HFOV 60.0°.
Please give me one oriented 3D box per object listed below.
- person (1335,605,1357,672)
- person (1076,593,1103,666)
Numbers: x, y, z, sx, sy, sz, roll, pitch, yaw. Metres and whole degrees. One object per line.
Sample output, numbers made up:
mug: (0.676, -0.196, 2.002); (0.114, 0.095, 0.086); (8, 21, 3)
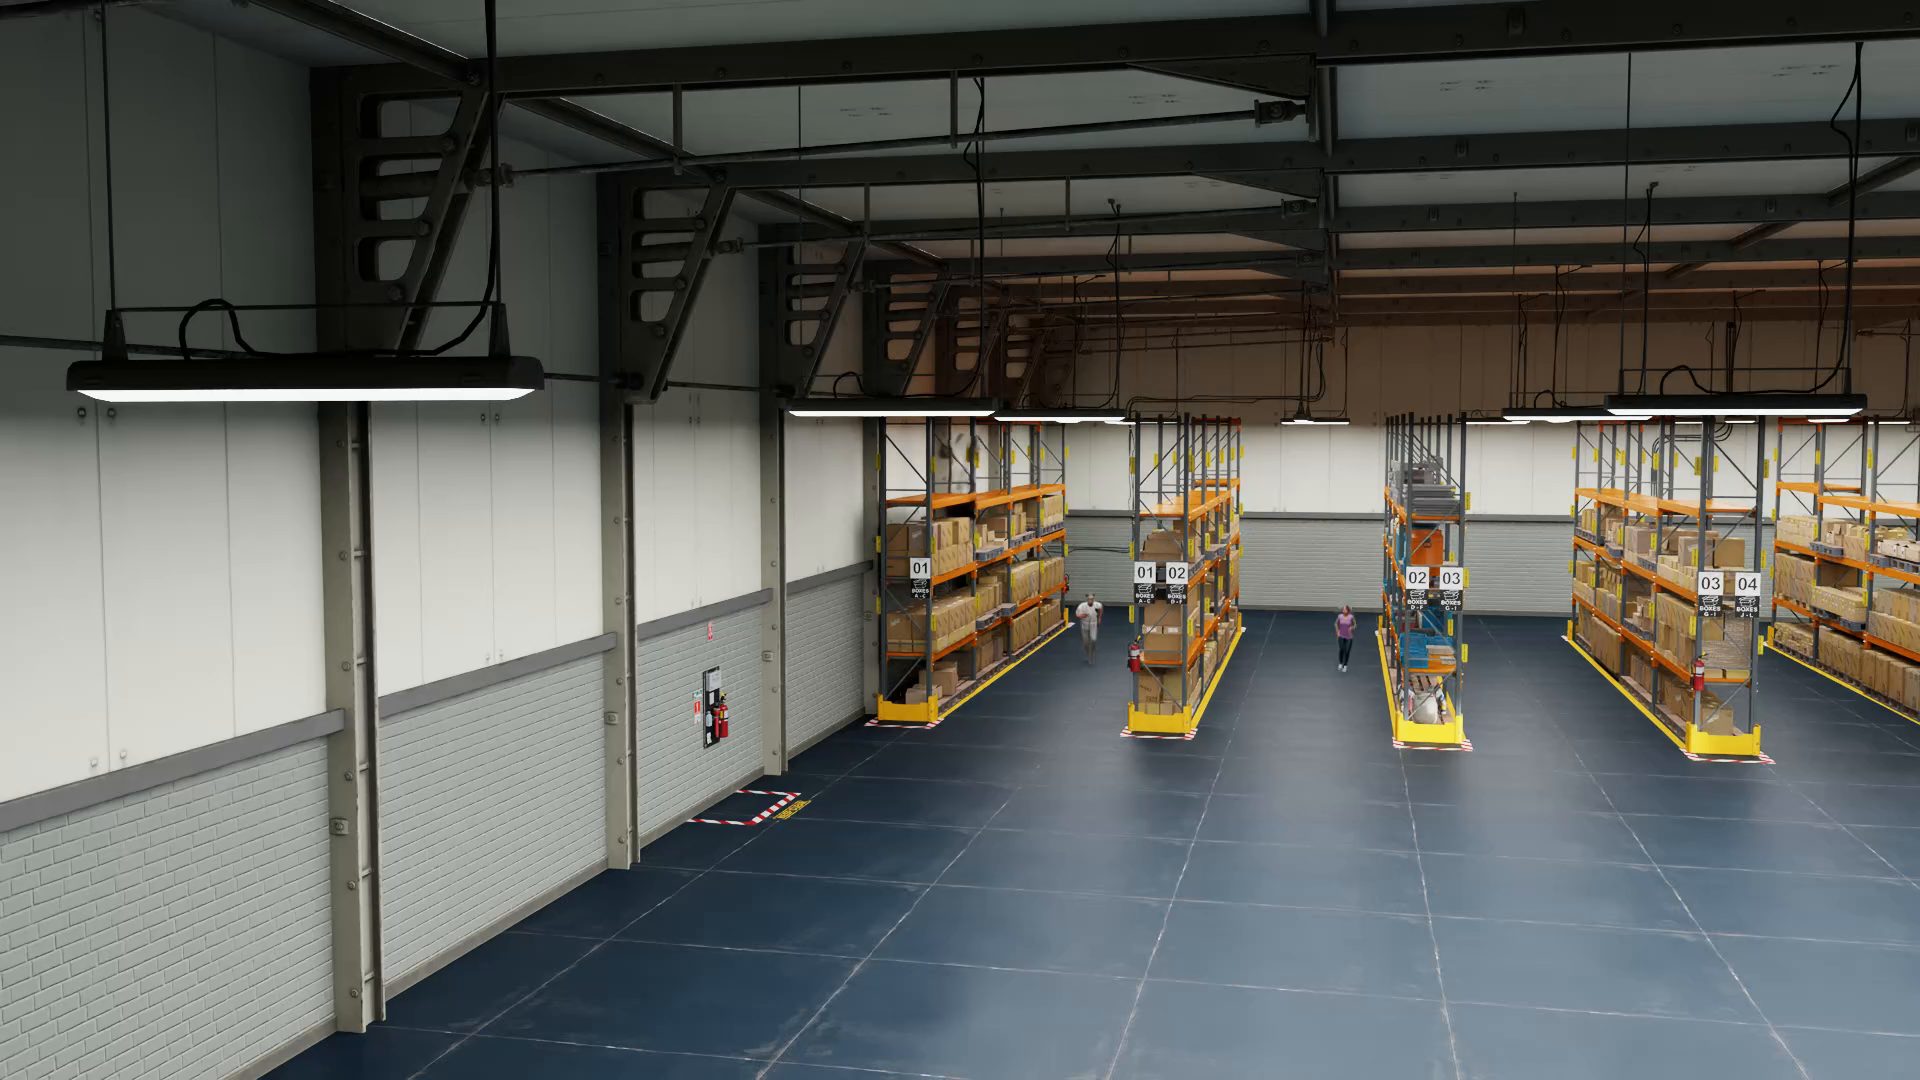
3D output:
person: (9.021, 2.302, 38.871); (0.511, 1.585, 0.639); (1, 4, 14)
person: (3.130, 2.149, 40.289); (0.653, 1.792, 0.978); (0, 4, 4)
